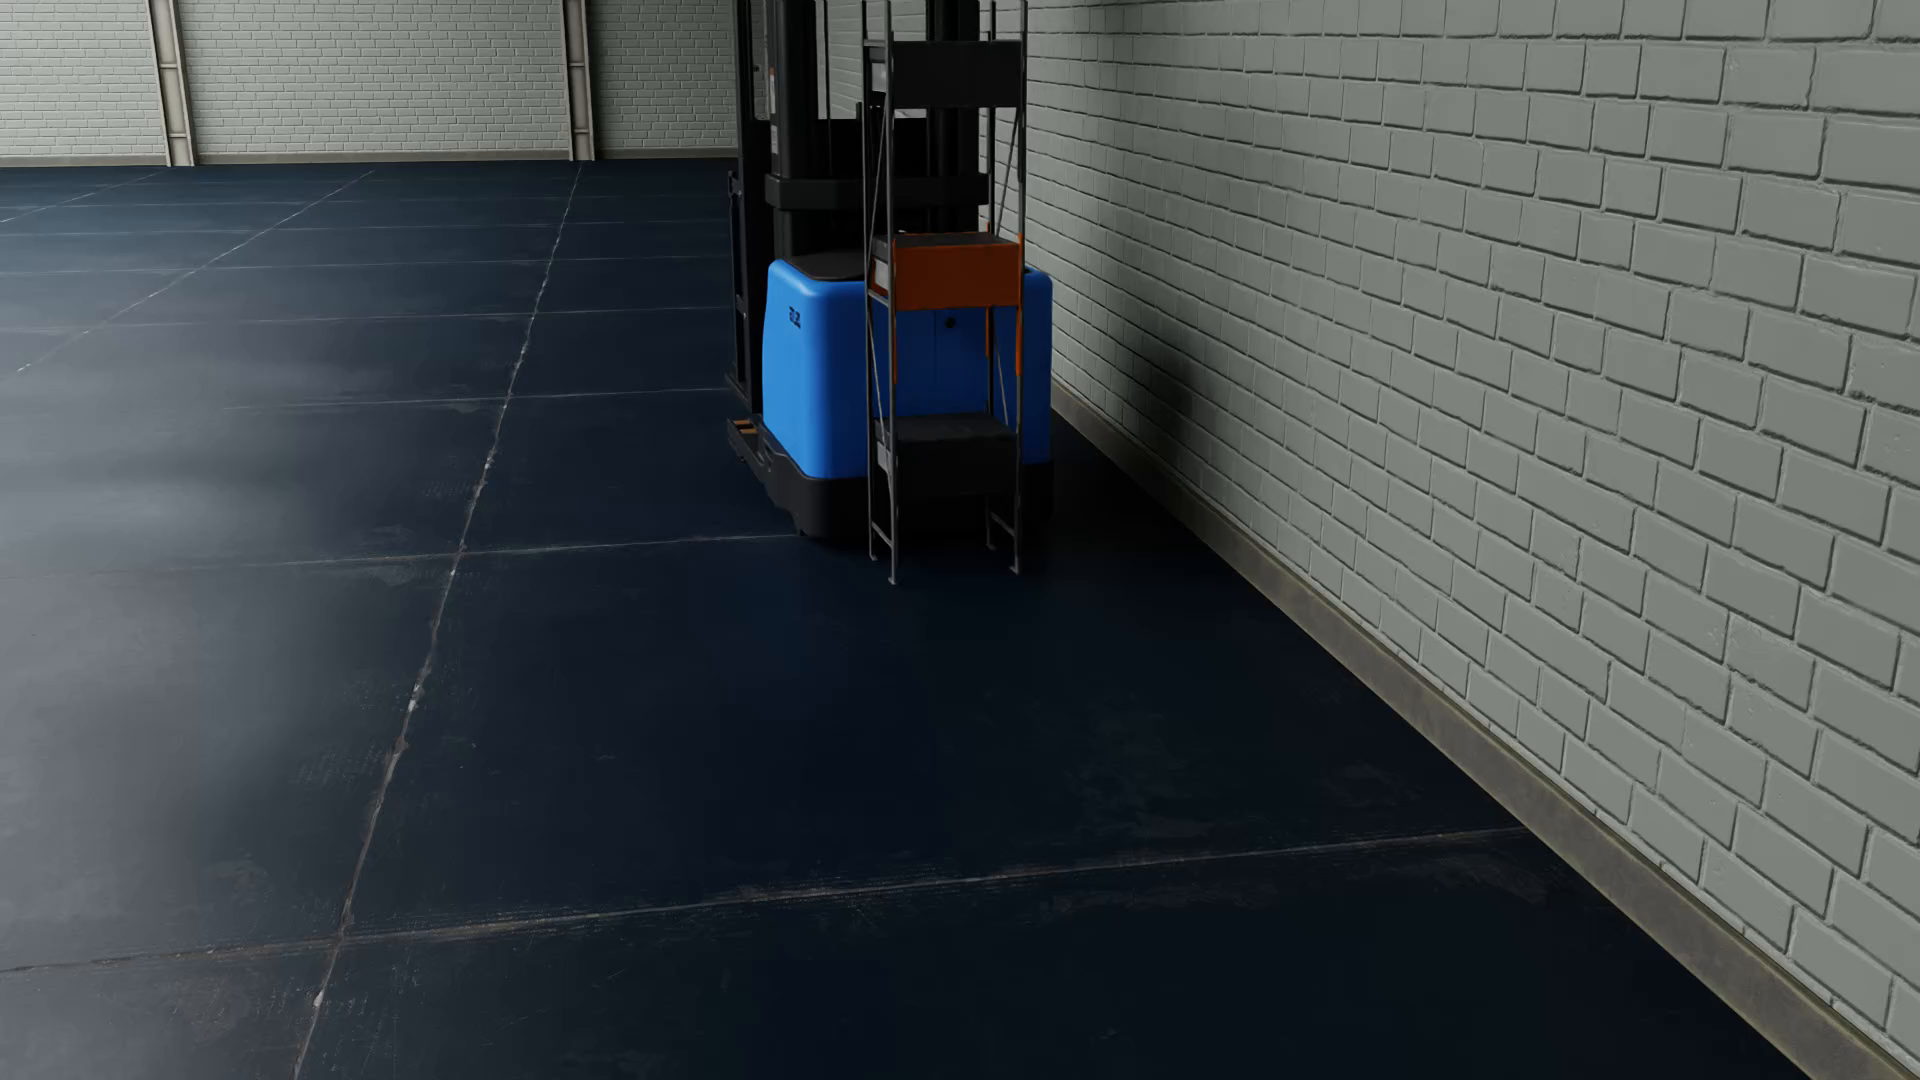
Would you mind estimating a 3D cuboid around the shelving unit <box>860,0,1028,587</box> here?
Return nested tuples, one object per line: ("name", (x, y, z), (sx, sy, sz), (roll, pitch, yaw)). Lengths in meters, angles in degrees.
("shelving unit", (-0.063, -0.904, 6.180), (0.503, 2.100, 0.431), (-5, 18, -16))

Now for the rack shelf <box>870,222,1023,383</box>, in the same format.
("rack shelf", (-0.063, -0.891, 6.184), (0.480, 0.518, 0.431), (-5, 18, -16))

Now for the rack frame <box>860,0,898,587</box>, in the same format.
("rack frame", (-0.297, -0.884, 6.114), (0.015, 2.100, 0.400), (-5, 18, -16))

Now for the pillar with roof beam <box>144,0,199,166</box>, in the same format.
("pillar with roof beam", (-11.120, -8.818, 20.193), (0.400, 9.000, 9.100), (-3, 17, -10))

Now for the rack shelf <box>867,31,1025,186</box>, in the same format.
("rack shelf", (-0.063, -1.561, 5.979), (0.480, 0.518, 0.431), (-5, 18, -16))

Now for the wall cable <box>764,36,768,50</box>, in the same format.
("wall cable", (-2.902, -8.691, 25.071), (0.112, 2.526, 3.097), (-3, 17, -10))

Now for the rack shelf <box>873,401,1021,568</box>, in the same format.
("rack shelf", (-0.063, -0.222, 6.390), (0.480, 0.518, 0.431), (-5, 18, -16))

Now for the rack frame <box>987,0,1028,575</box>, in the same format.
("rack frame", (0.171, -0.925, 6.246), (0.015, 2.100, 0.400), (-5, 18, -16))

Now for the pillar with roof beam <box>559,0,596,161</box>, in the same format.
("pillar with roof beam", (-5.229, -9.152, 21.281), (0.400, 9.000, 9.100), (-3, 17, -10))

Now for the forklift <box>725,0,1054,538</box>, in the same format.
("forklift", (-0.520, -1.801, 7.684), (1.130, 2.935, 3.031), (-5, 18, -16))
